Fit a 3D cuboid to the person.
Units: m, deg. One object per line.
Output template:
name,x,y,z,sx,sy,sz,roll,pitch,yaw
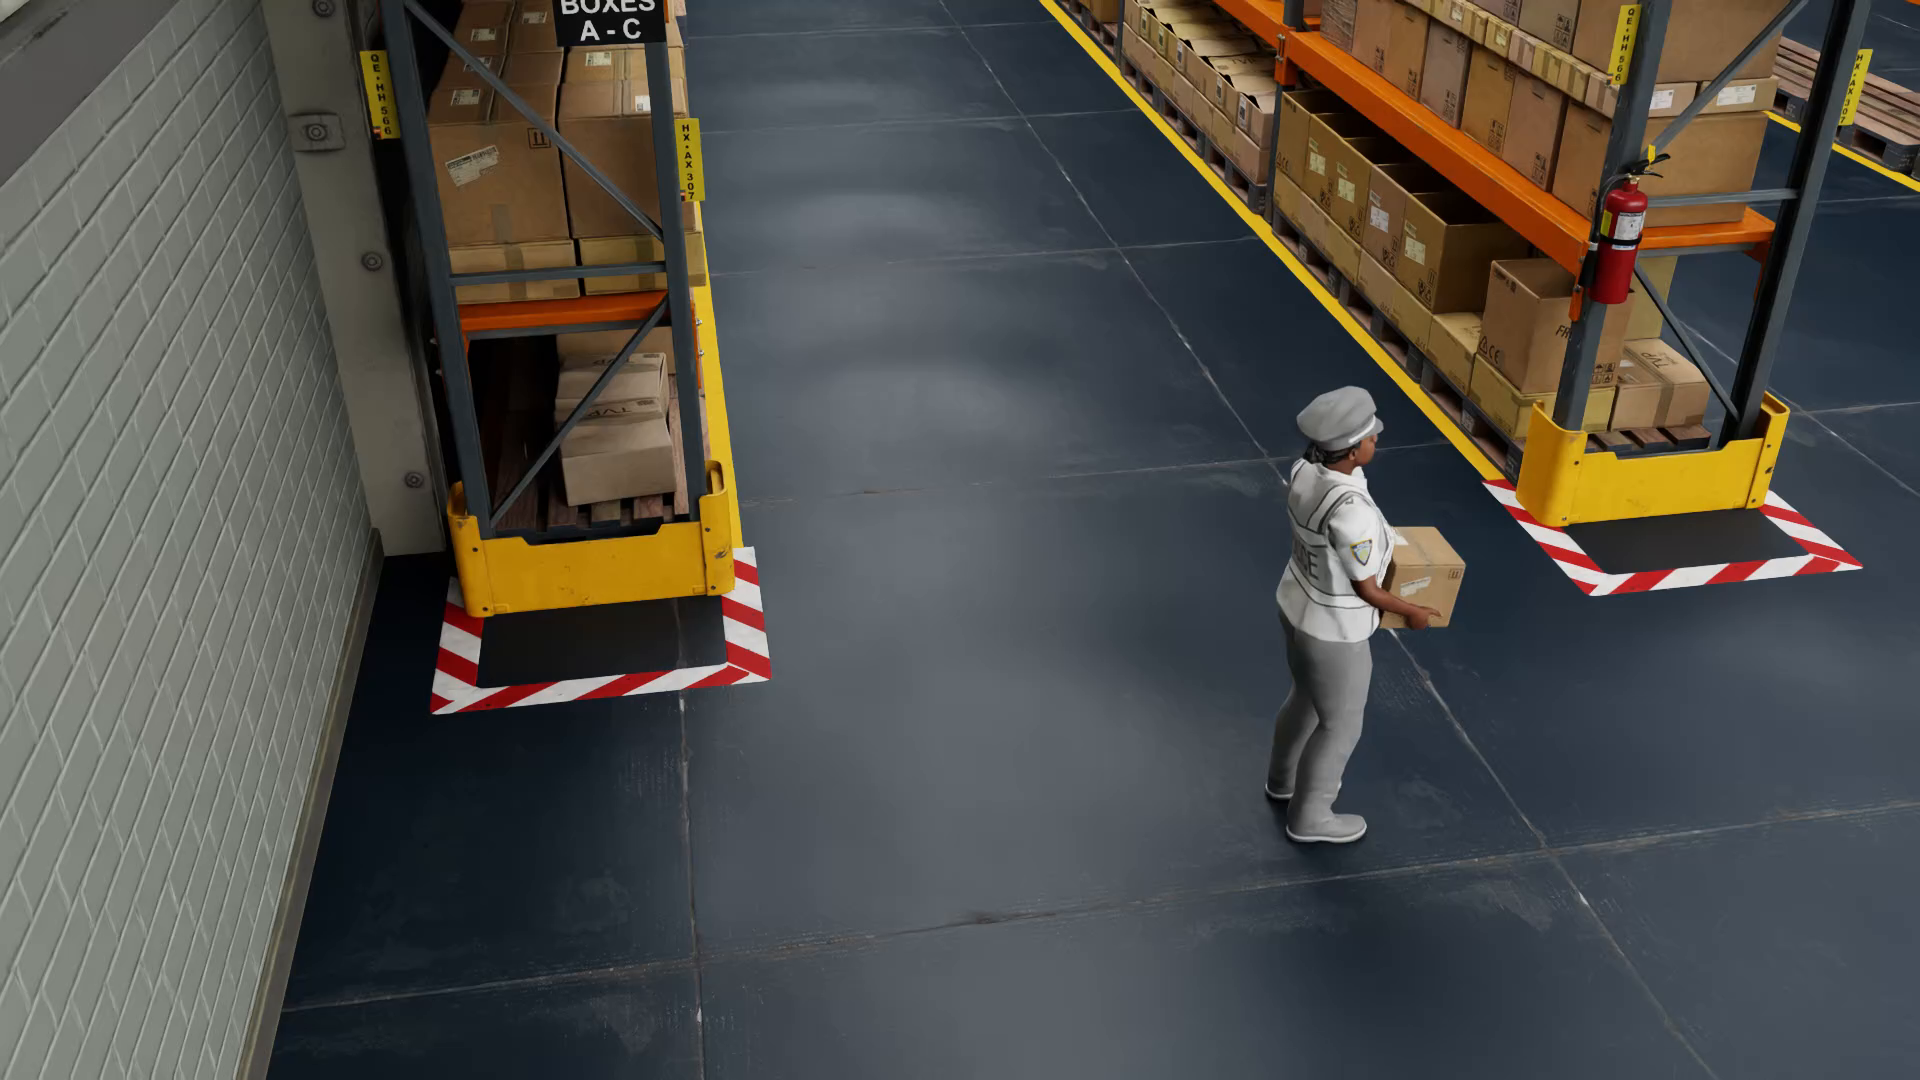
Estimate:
person,1.336,0.259,5.667,0.515,1.692,0.460,-5,31,-9
